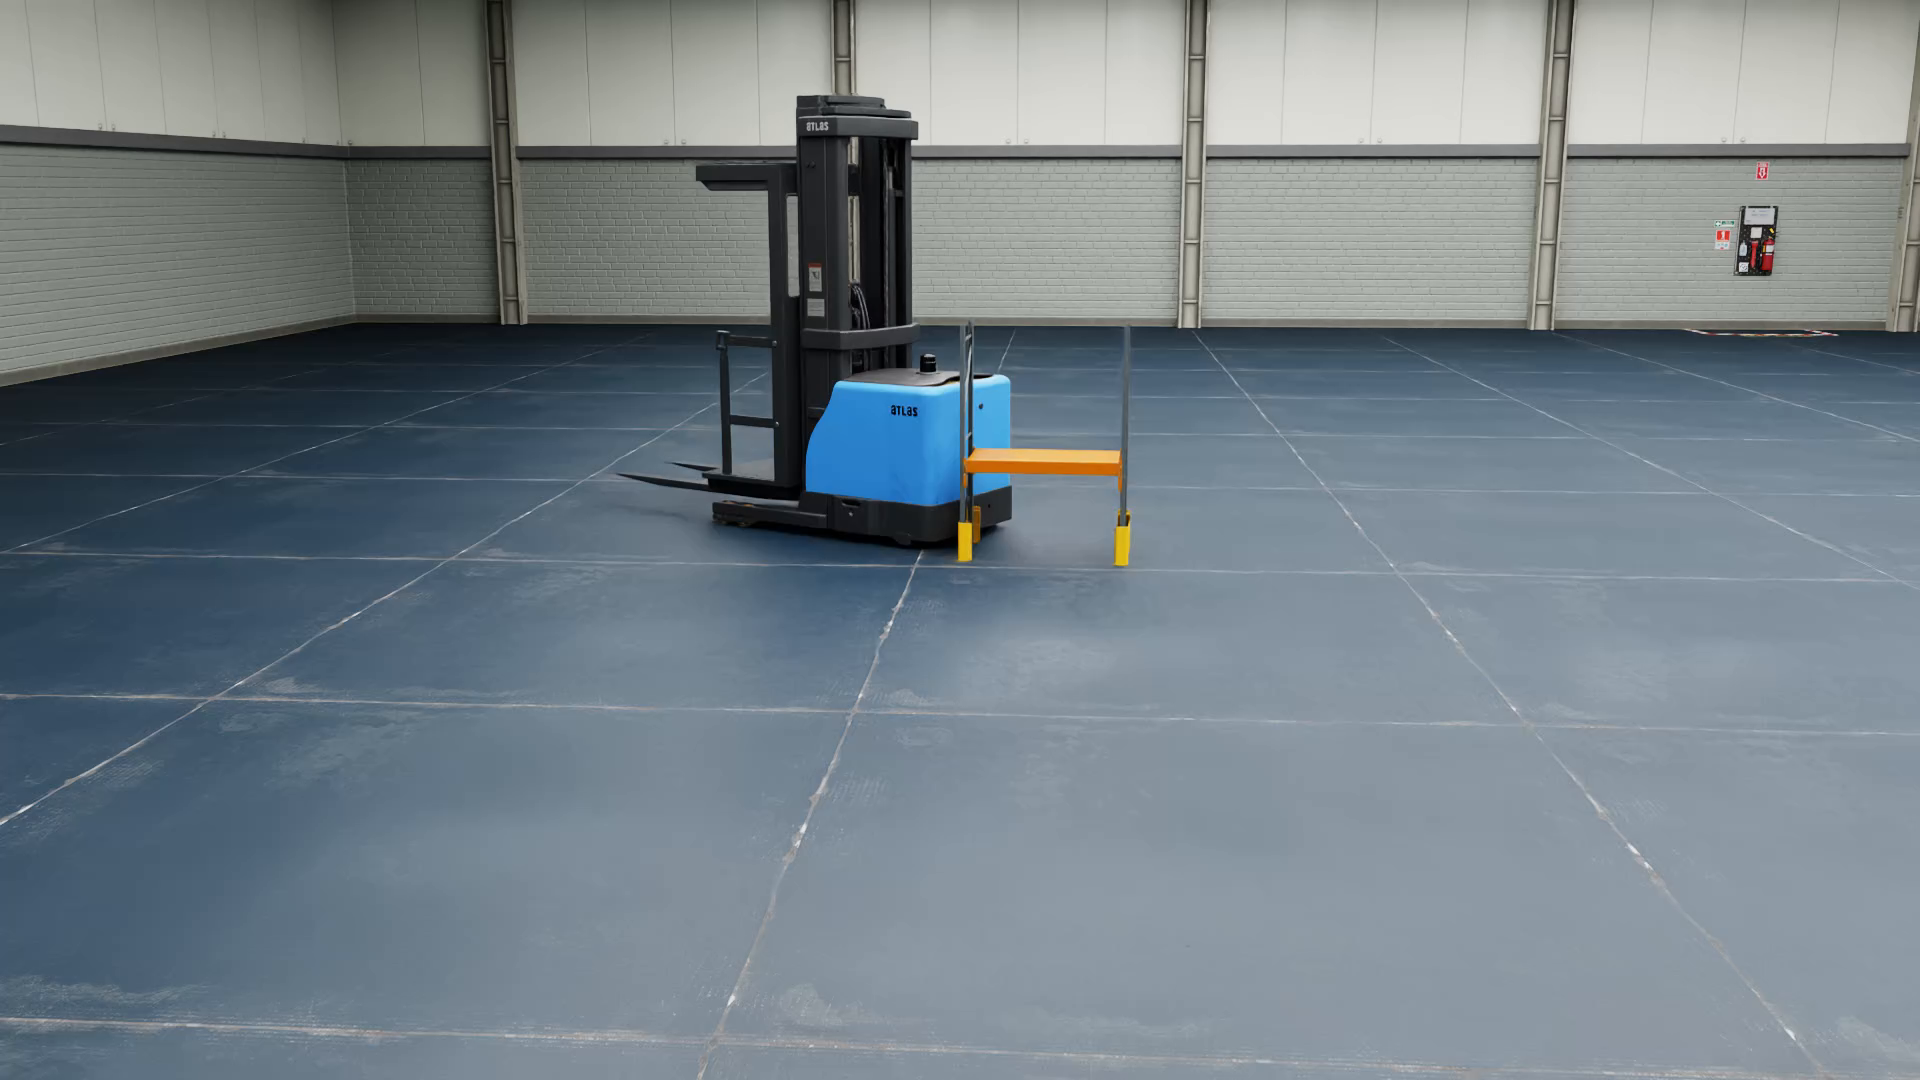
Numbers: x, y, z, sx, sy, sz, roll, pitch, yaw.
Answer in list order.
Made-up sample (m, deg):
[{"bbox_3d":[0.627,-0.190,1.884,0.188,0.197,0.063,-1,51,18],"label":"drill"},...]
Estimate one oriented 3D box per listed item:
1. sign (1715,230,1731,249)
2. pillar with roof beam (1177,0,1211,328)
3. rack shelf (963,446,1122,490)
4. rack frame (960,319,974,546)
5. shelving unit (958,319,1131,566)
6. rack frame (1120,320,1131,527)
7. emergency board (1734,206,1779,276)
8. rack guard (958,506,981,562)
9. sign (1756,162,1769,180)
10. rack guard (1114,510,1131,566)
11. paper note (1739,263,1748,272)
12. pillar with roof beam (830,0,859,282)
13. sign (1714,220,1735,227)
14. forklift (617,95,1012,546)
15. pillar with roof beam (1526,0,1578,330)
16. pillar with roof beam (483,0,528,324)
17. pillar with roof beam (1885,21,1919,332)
[{"bbox_3d":[12.958,-5.103,28.248,0.234,0.329,0.001,1,12,4],"label":"sign"},{"bbox_3d":[3.705,-7.236,23.882,0.400,9.000,9.100,1,12,4],"label":"pillar with roof beam"},{"bbox_3d":[0.548,-0.466,10.709,1.000,0.185,0.538,1,12,7],"label":"rack shelf"},{"bbox_3d":[0.043,-0.654,10.732,0.032,1.500,0.500,1,12,7],"label":"rack frame"},{"bbox_3d":[0.557,-0.641,10.672,1.083,1.500,0.587,1,12,7],"label":"shelving unit"},{"bbox_3d":[1.052,-0.629,10.613,0.032,1.500,0.500,1,12,7],"label":"rack frame"},{"bbox_3d":[13.503,-5.056,28.115,0.643,1.169,0.194,1,12,4],"label":"emergency board"},{"bbox_3d":[0.062,-0.042,10.858,0.087,0.250,0.587,1,12,7],"label":"rack guard"},{"bbox_3d":[13.502,-6.212,27.975,0.199,0.298,0.001,1,12,4],"label":"sign"},{"bbox_3d":[1.051,-0.017,10.741,0.087,0.250,0.587,1,12,7],"label":"rack guard"},{"bbox_3d":[13.331,-4.642,28.284,0.142,0.148,0.016,1,12,4],"label":"paper note"},{"bbox_3d":[-2.281,-7.318,24.274,0.400,9.000,9.100,1,12,4],"label":"pillar with roof beam"},{"bbox_3d":[12.962,-5.360,28.185,0.331,0.109,0.001,1,12,4],"label":"sign"},{"bbox_3d":[-1.149,-1.604,11.775,3.031,2.935,1.130,8,14,33],"label":"forklift"},{"bbox_3d":[9.692,-7.154,23.490,0.400,9.000,9.100,1,12,4],"label":"pillar with roof beam"},{"bbox_3d":[-8.268,-7.400,24.667,0.400,9.000,9.100,1,12,4],"label":"pillar with roof beam"},{"bbox_3d":[15.679,-7.072,23.097,0.400,9.000,9.100,1,12,4],"label":"pillar with roof beam"}]
